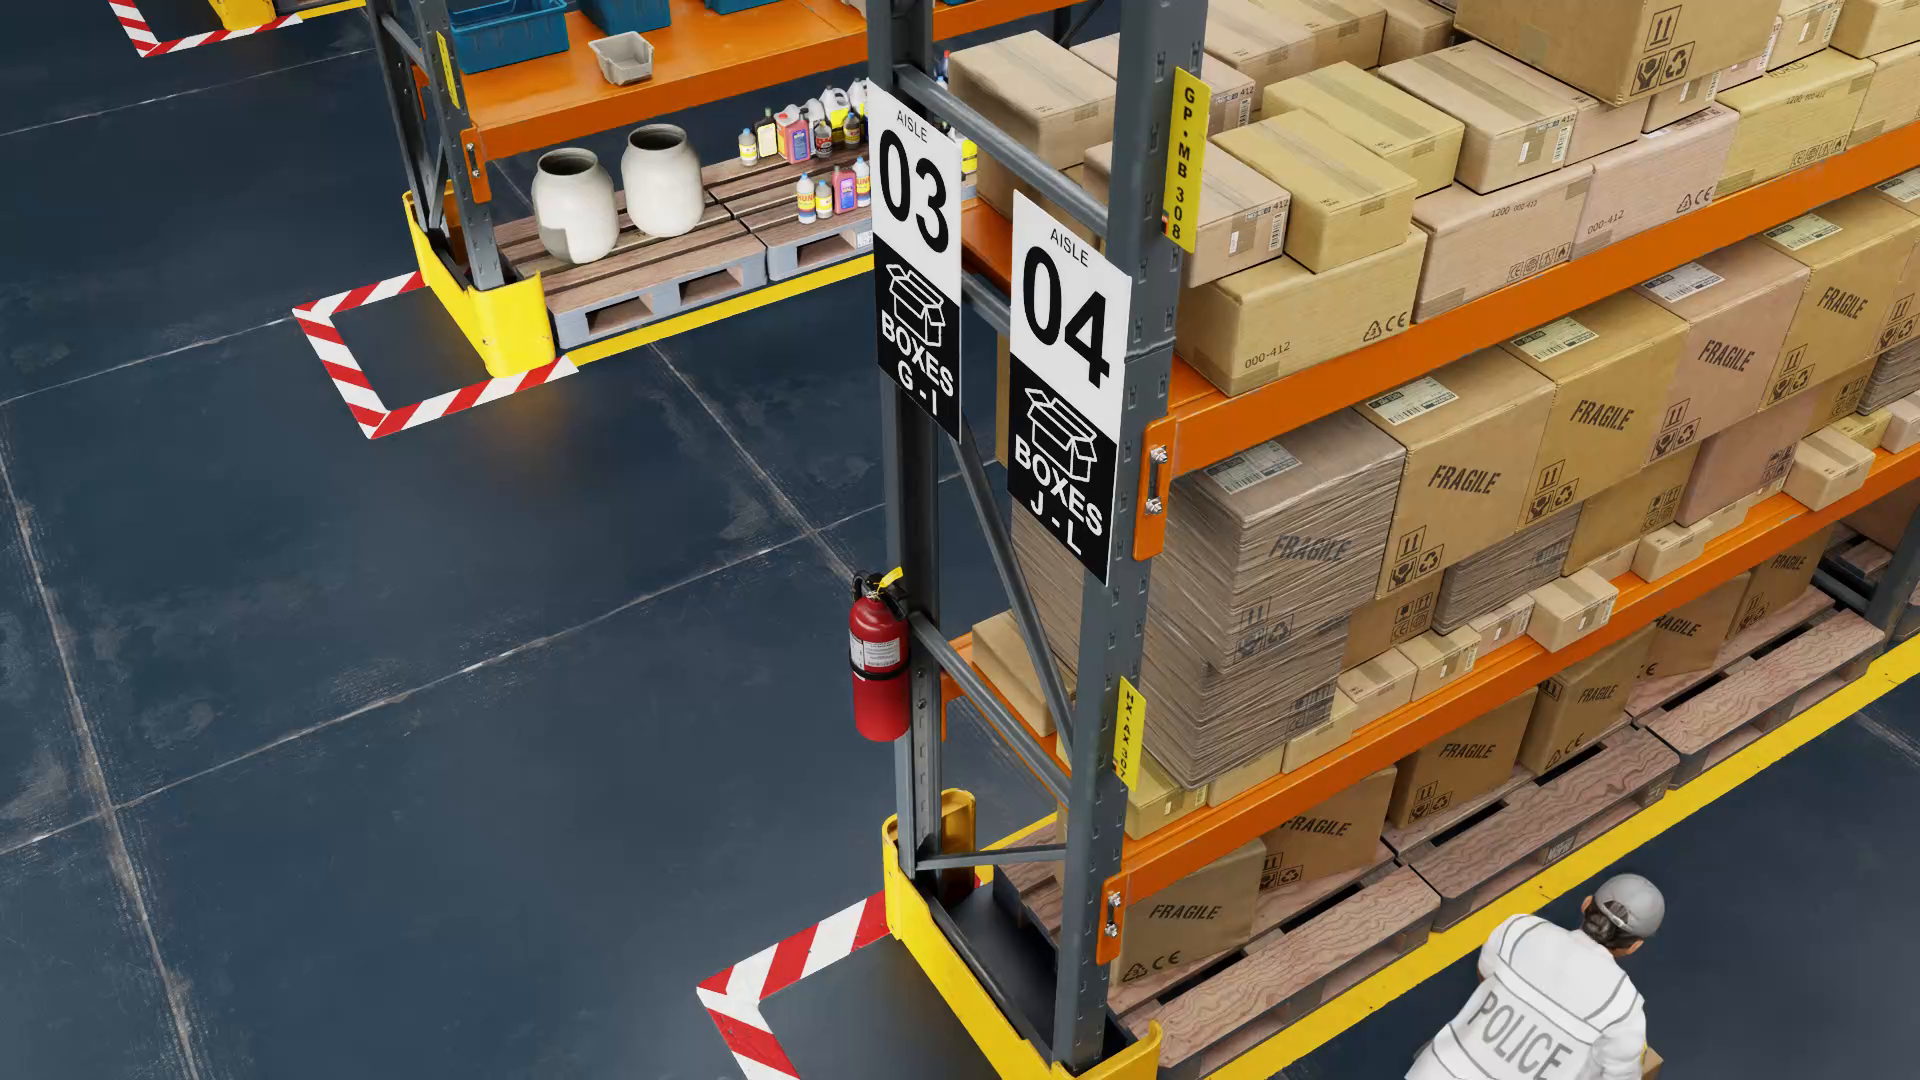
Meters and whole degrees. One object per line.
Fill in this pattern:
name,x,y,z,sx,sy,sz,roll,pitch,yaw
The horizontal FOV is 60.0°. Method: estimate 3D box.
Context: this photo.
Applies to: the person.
person,1.574,1.508,4.691,0.758,1.324,0.536,-24,47,-25
